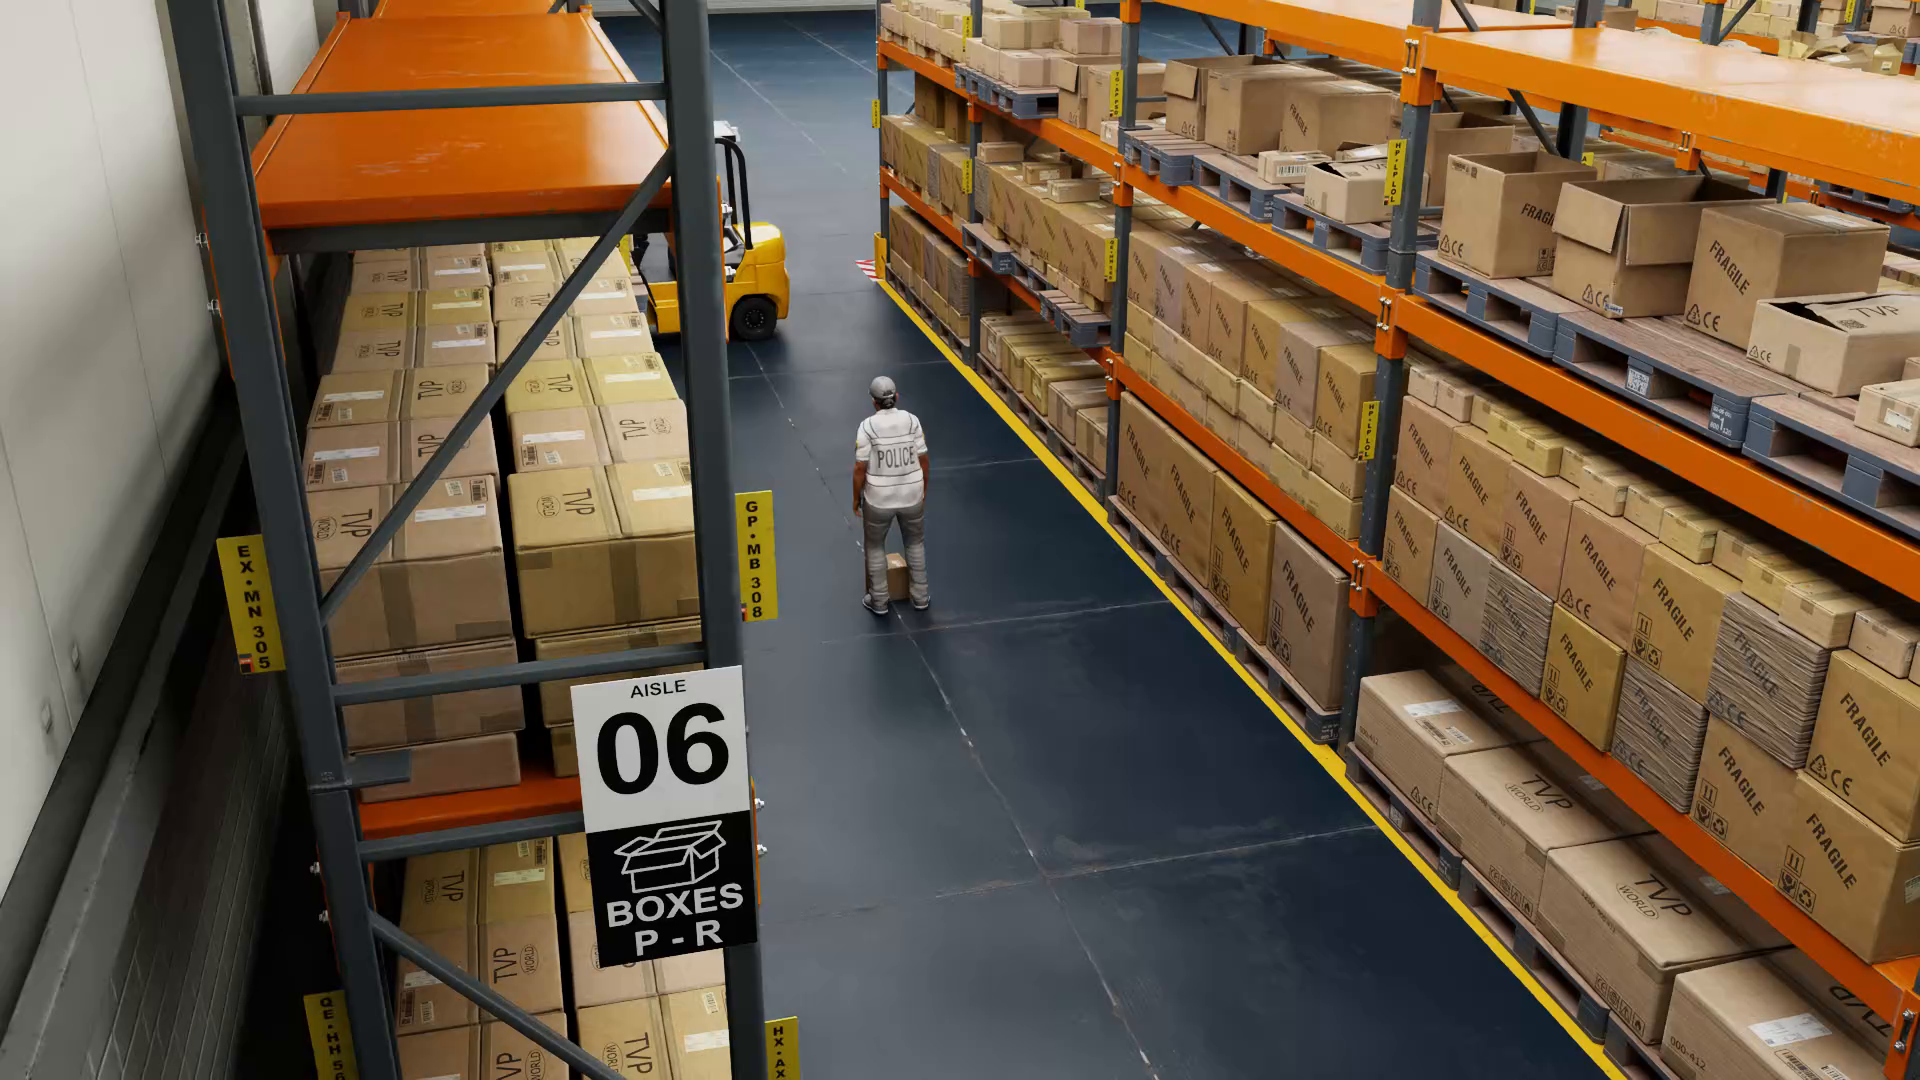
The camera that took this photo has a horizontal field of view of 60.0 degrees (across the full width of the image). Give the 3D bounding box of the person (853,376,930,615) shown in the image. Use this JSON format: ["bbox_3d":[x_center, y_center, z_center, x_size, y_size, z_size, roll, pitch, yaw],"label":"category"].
[{"bbox_3d":[-0.461,-0.300,11.336,0.560,1.667,0.466,-7,24,-16],"label":"person"}]
